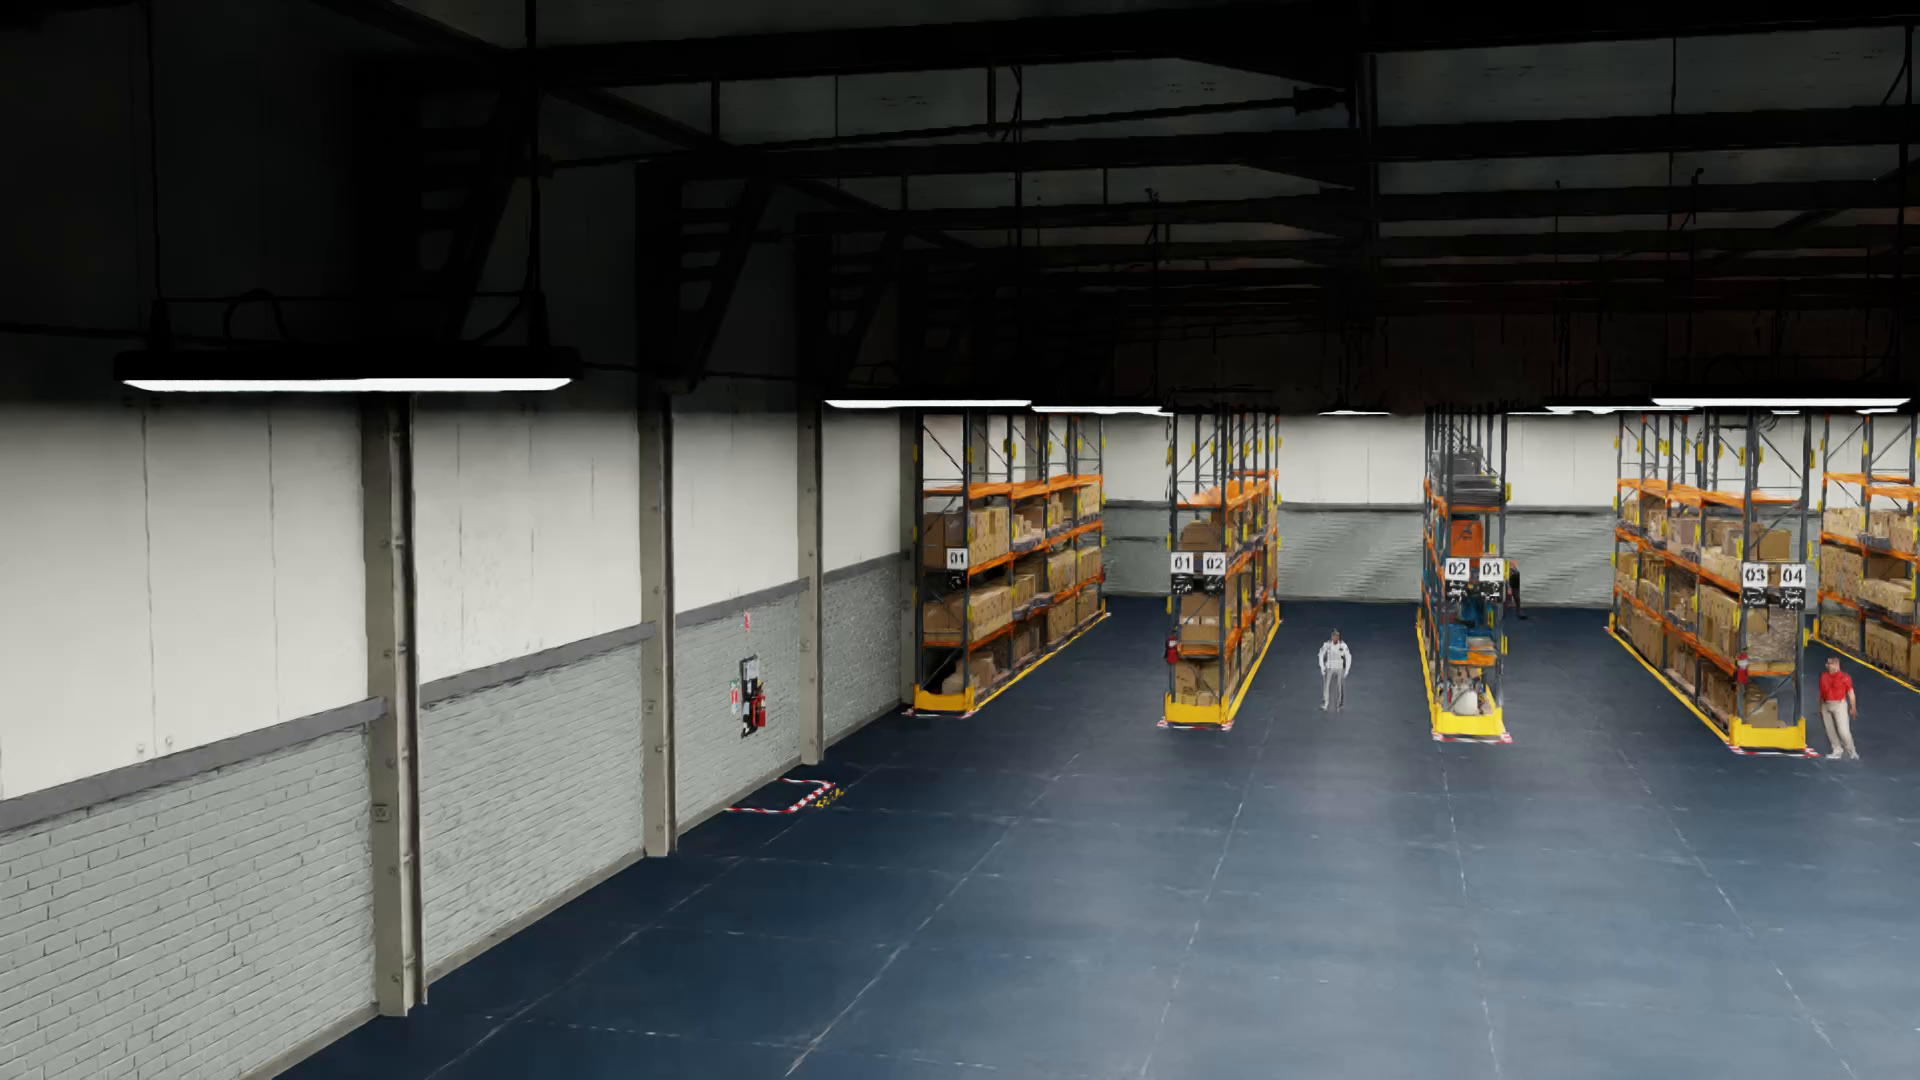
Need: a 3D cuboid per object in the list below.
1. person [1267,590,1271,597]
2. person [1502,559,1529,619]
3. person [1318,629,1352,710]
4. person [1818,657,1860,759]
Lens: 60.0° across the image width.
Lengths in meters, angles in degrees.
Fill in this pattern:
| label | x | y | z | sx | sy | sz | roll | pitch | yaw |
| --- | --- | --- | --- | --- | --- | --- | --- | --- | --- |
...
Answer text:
| label | x | y | z | sx | sy | sz | roll | pitch | yaw |
| --- | --- | --- | --- | --- | --- | --- | --- | --- | --- |
| person | 8.796 | 1.367 | 47.878 | 0.600 | 1.645 | 0.538 | -1 | 4 | -17 |
| person | 15.668 | 1.381 | 47.046 | 0.737 | 1.711 | 0.565 | -3 | 5 | -38 |
| person | 7.322 | 2.515 | 32.502 | 0.639 | 1.632 | 0.505 | 1 | 4 | 13 |
| person | 14.693 | 2.811 | 27.804 | 0.466 | 1.712 | 0.669 | -3 | 5 | -33 |
